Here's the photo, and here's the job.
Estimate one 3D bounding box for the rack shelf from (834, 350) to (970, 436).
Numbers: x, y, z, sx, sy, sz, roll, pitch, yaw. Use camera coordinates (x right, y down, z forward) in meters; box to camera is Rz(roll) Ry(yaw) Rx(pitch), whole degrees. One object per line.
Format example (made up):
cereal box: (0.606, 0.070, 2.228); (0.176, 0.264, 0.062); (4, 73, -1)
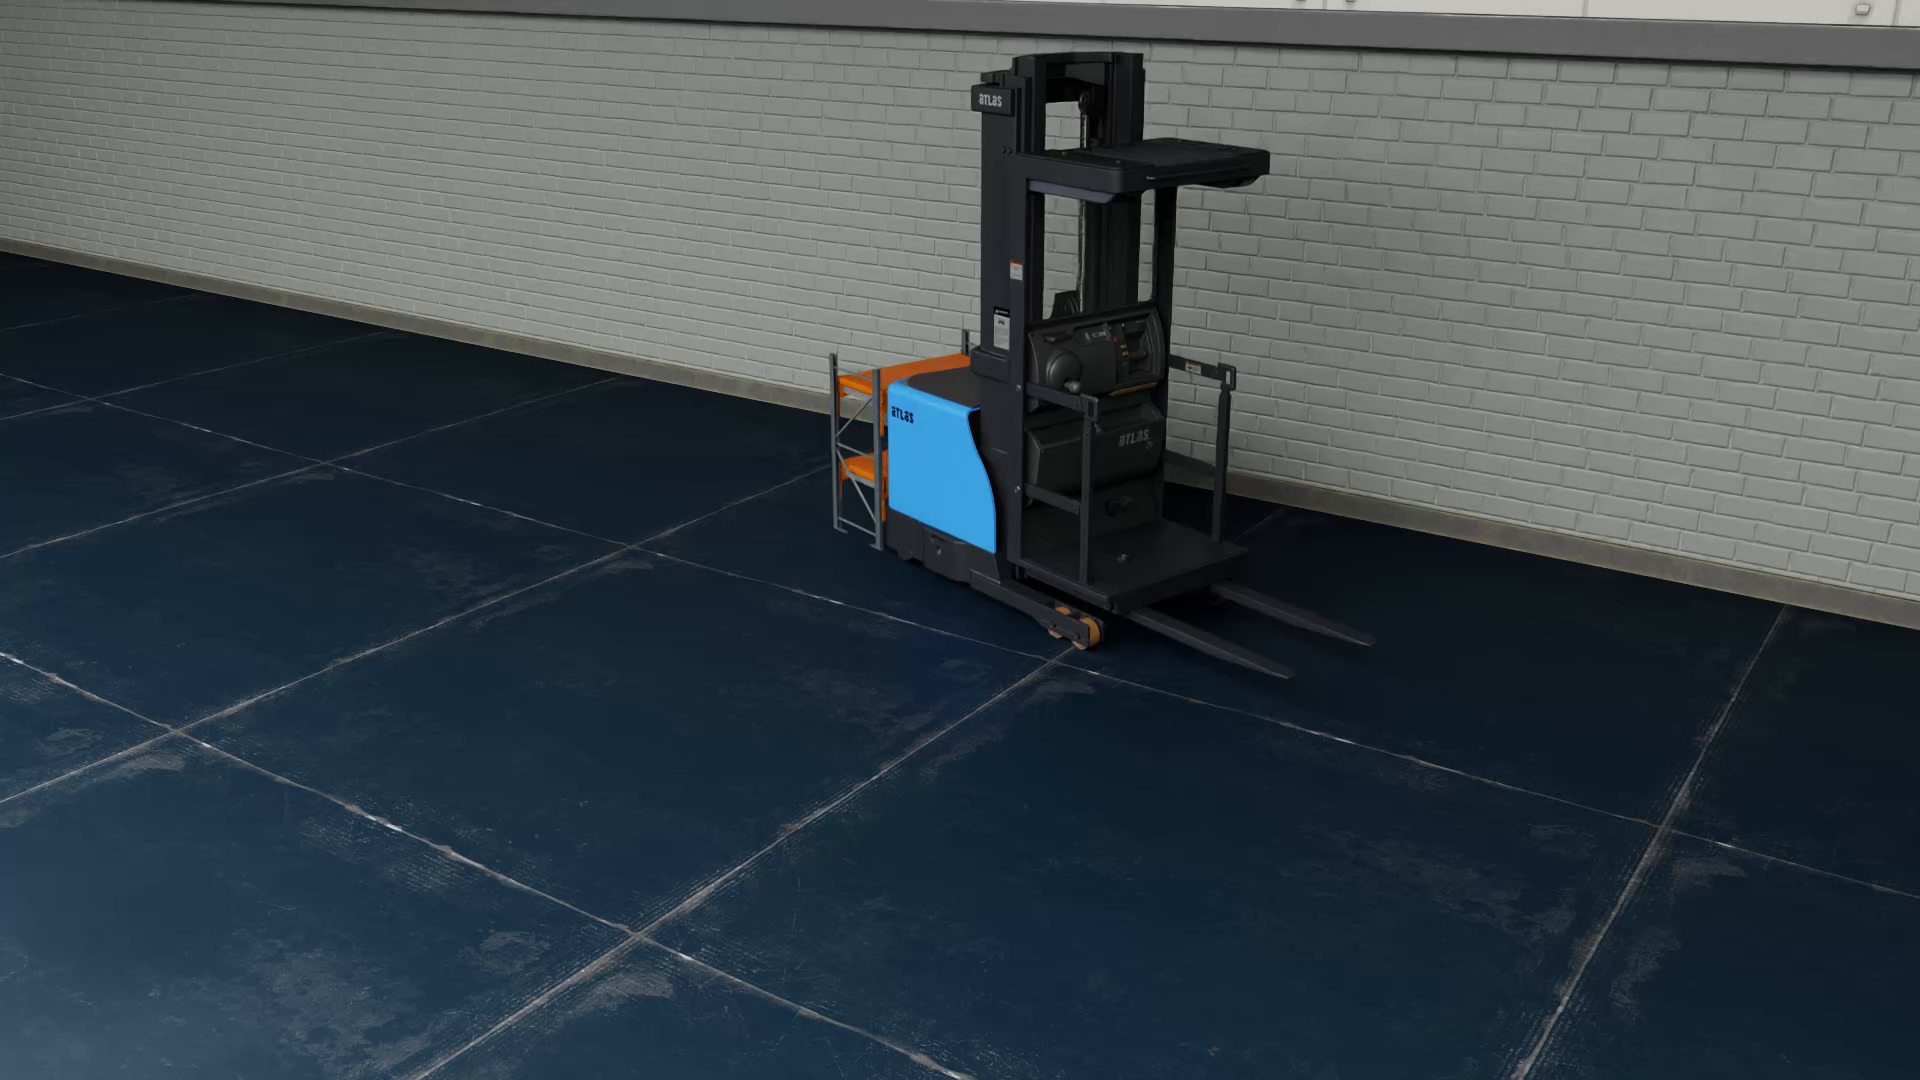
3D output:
rack shelf: (-0.228, -0.920, 10.286); (1.000, 0.278, 0.538); (-15, 25, -35)

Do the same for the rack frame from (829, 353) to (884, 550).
rack frame: (-0.629, -0.537, 10.095); (0.032, 1.125, 0.500); (-15, 25, -35)

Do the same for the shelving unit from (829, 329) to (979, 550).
shelving unit: (-0.228, -0.645, 10.388); (1.048, 1.125, 0.538); (-15, 25, -35)

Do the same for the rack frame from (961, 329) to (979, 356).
rack frame: (0.173, -0.754, 10.681); (0.032, 1.125, 0.500); (-15, 25, -35)

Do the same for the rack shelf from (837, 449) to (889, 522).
rack shelf: (-0.228, -0.416, 10.473); (1.000, 0.278, 0.538); (-15, 25, -35)

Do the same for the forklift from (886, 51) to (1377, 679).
forklift: (0.870, -0.995, 8.731); (1.130, 2.935, 3.031); (-15, 25, -36)
